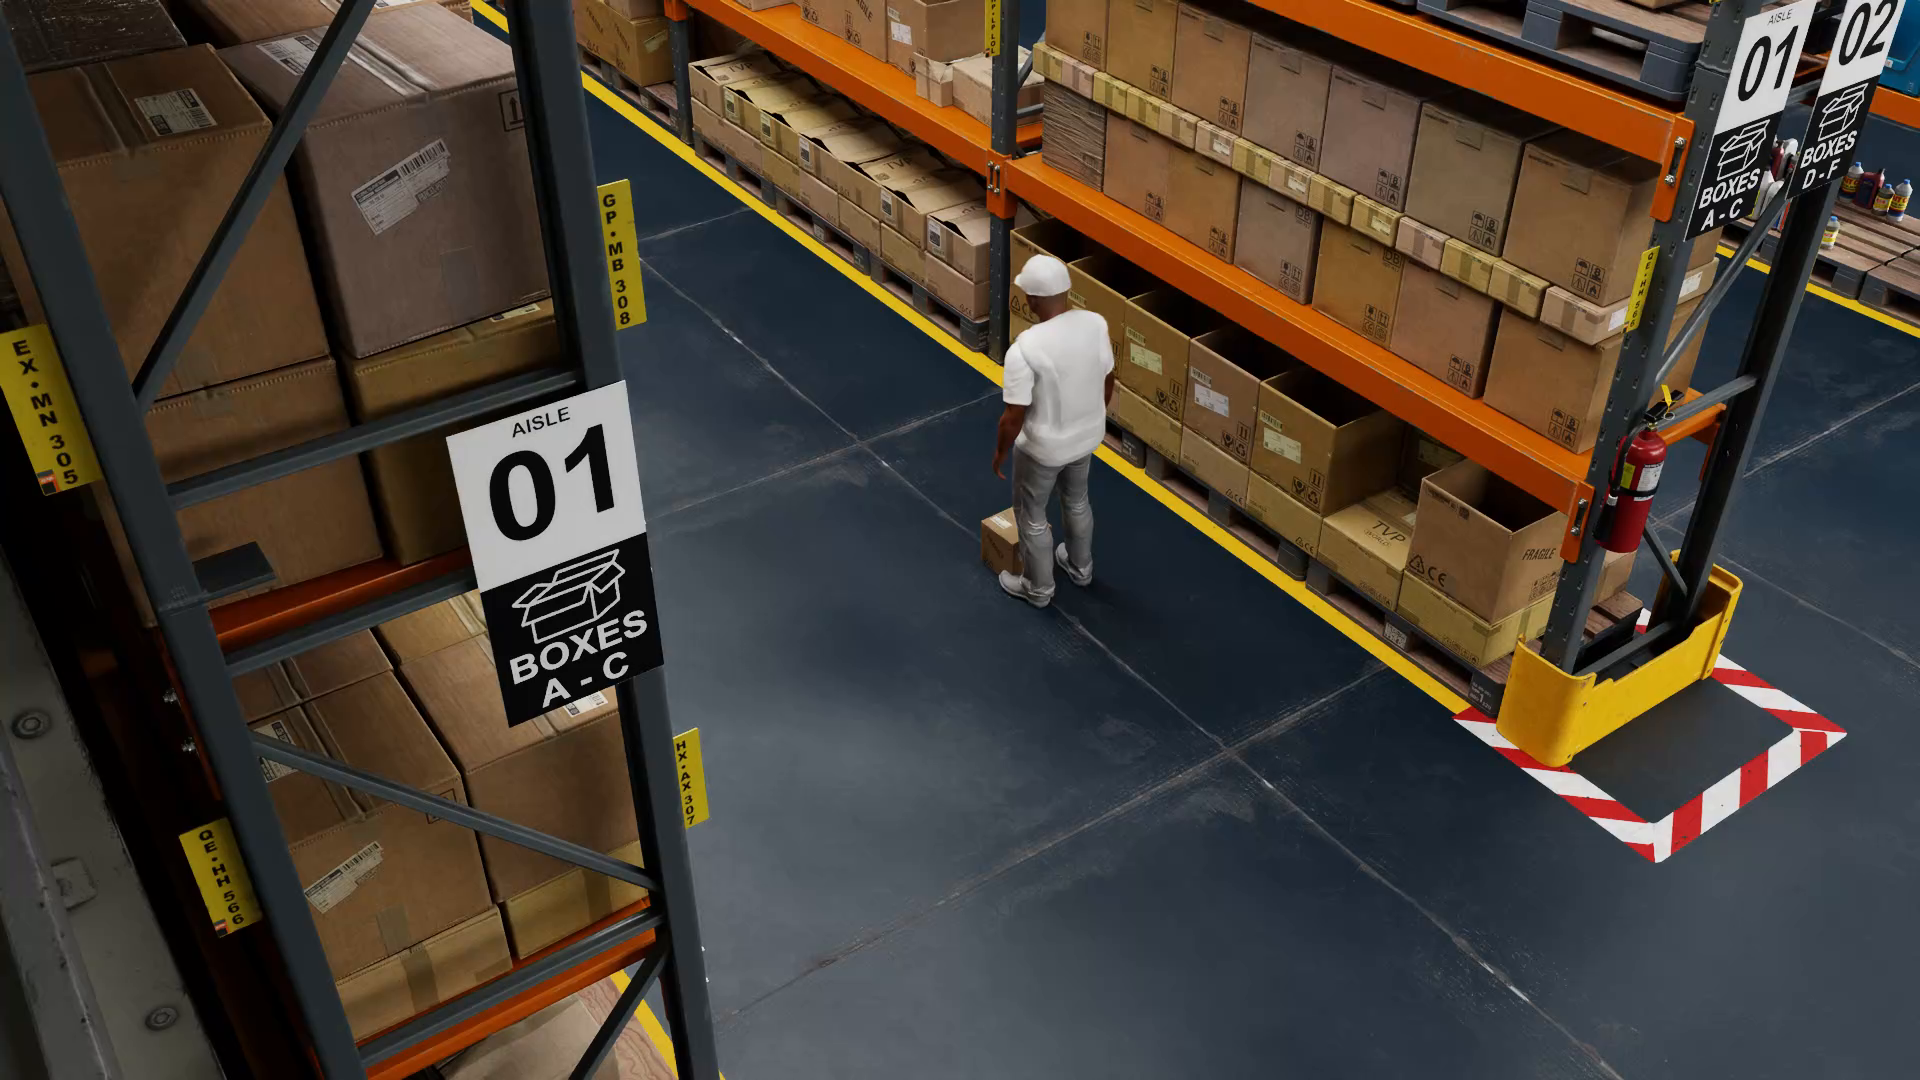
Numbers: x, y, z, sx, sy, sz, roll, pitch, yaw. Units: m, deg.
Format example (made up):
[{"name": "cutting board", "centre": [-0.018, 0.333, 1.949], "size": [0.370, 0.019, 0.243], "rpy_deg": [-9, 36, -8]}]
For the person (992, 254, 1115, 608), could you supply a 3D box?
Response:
[{"name": "person", "centre": [0.423, -0.487, 7.653], "size": [0.627, 1.761, 0.456], "rpy_deg": [-22, 42, -27]}]
